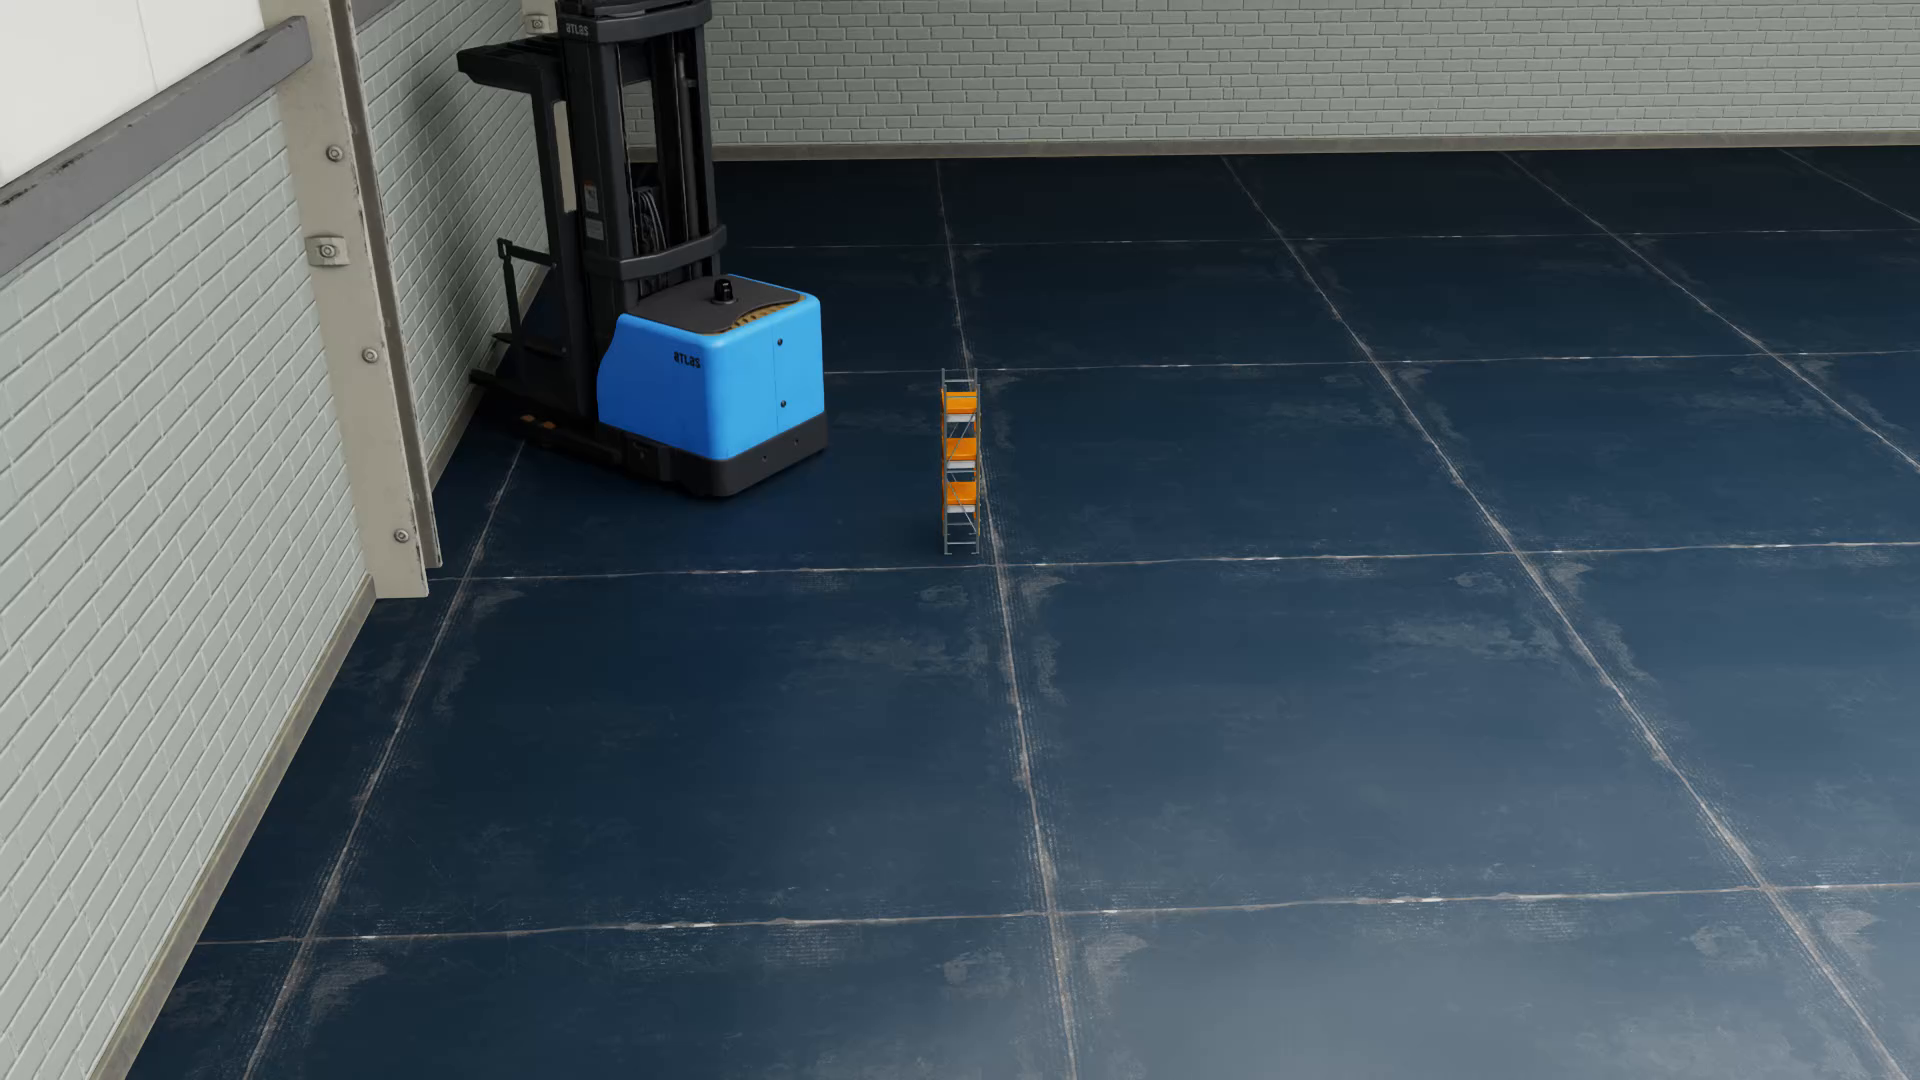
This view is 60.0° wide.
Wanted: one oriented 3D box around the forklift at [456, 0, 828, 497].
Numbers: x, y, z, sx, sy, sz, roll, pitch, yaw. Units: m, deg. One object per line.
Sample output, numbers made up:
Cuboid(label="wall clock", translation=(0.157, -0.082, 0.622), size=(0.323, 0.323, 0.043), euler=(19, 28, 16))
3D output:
Cuboid(label="forklift", translation=(-2.347, -2.085, 10.579), size=(3.031, 2.935, 1.130), euler=(19, 33, 31))

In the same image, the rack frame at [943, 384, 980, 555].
Cuboid(label="rack frame", translation=(0.009, -0.384, 9.352), size=(0.200, 1.050, 0.008), euler=(-1, 28, -3))

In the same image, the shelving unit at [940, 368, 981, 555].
Cuboid(label="shelving unit", translation=(0.003, -0.441, 9.460), size=(0.215, 1.050, 0.252), euler=(-1, 28, -3))

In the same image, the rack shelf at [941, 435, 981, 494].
Cuboid(label="rack shelf", translation=(0.003, -0.431, 9.465), size=(0.215, 0.259, 0.240), euler=(-1, 28, -3))

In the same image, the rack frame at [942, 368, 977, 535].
Cuboid(label="rack frame", translation=(-0.004, -0.497, 9.568), size=(0.200, 1.050, 0.008), euler=(-1, 28, -3))

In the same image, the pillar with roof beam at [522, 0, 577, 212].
Cuboid(label="pillar with roof beam", translation=(0.887, -6.639, 12.748), size=(9.100, 9.000, 0.400), euler=(-1, 28, -3))

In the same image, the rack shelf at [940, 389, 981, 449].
Cuboid(label="rack shelf", translation=(0.003, -0.683, 9.334), size=(0.215, 0.259, 0.240), euler=(-1, 28, -3))

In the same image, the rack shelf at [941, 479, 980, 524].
Cuboid(label="rack shelf", translation=(0.003, -0.185, 9.593), size=(0.215, 0.259, 0.240), euler=(-1, 28, -3))

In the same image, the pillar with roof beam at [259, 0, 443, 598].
Cuboid(label="pillar with roof beam", translation=(1.201, -3.868, 7.436), size=(9.100, 9.000, 0.400), euler=(-1, 28, -3))
